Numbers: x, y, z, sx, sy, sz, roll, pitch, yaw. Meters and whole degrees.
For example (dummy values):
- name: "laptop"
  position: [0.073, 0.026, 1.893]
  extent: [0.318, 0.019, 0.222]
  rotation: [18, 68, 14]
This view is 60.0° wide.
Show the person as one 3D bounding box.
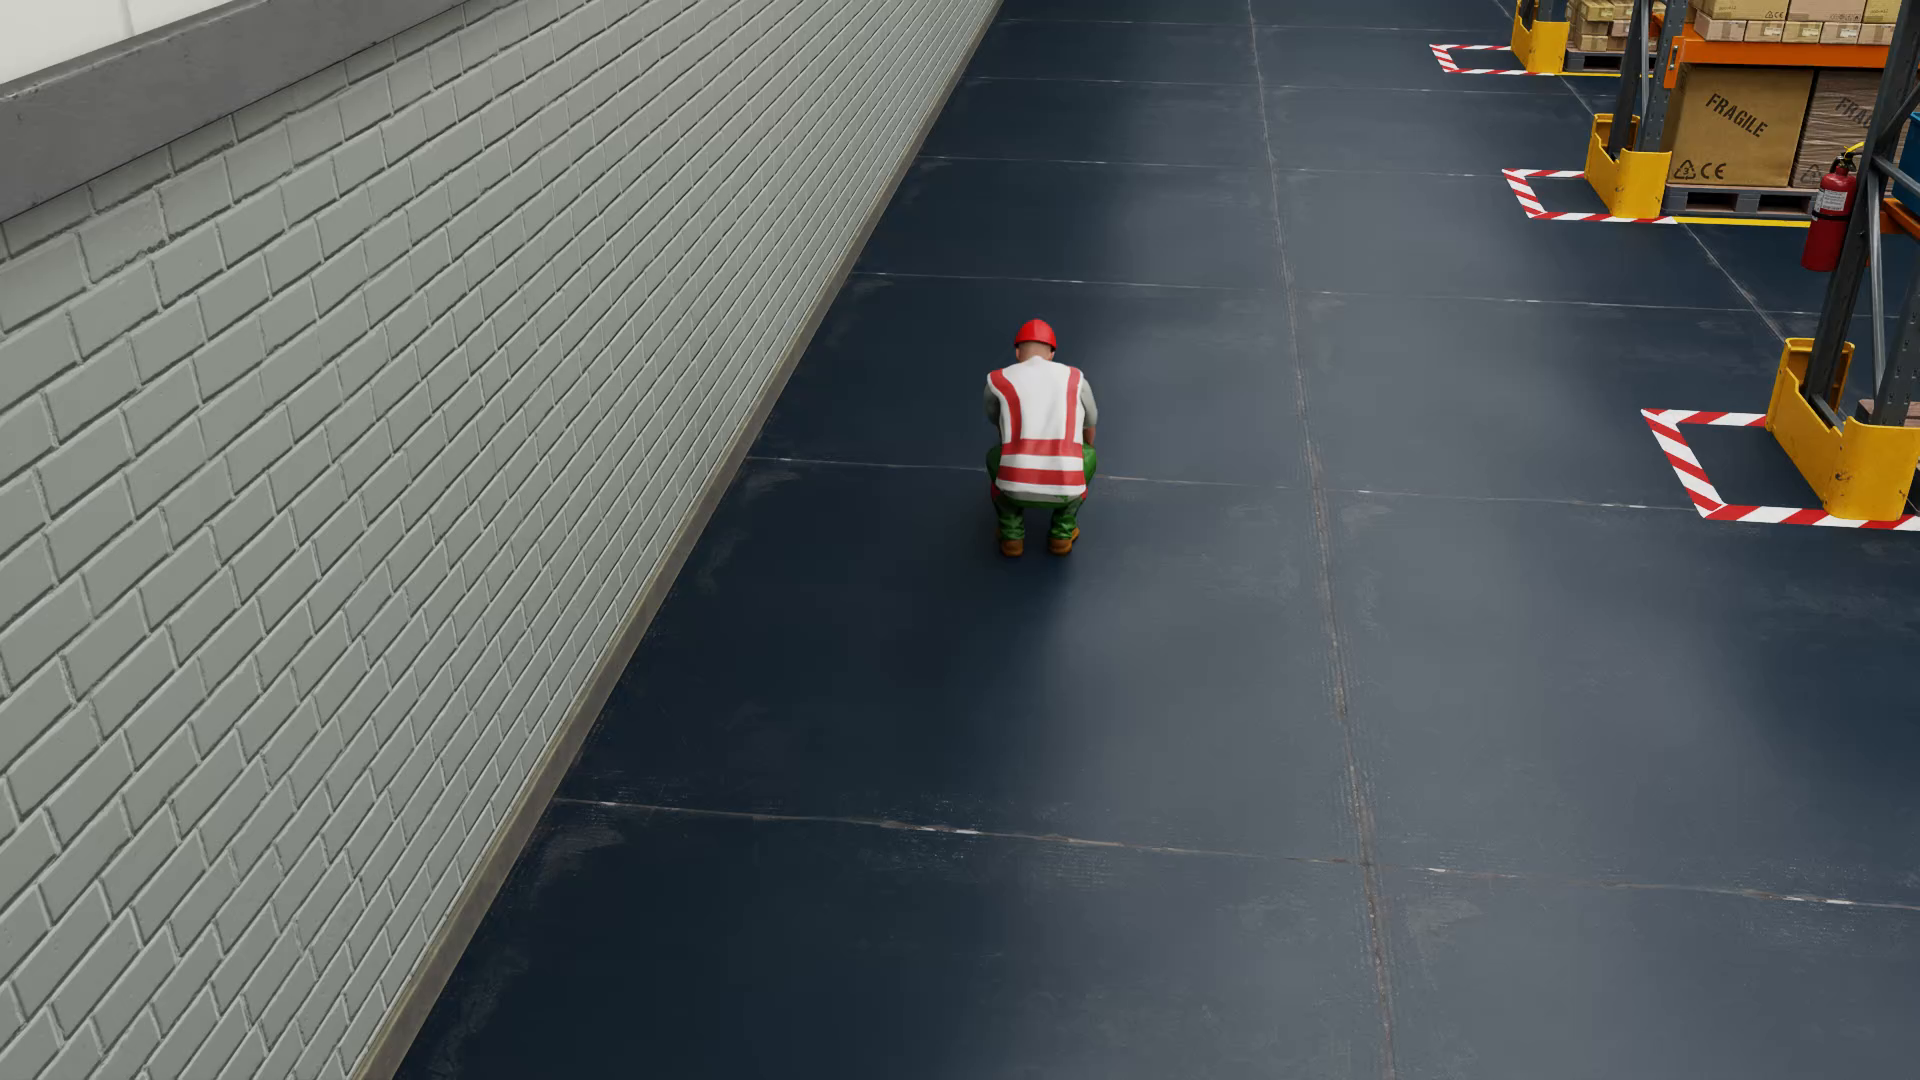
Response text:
- name: "person"
  position: [0.374, -0.474, 7.833]
  extent: [0.549, 0.997, 0.865]
  rotation: [3, 28, 6]
